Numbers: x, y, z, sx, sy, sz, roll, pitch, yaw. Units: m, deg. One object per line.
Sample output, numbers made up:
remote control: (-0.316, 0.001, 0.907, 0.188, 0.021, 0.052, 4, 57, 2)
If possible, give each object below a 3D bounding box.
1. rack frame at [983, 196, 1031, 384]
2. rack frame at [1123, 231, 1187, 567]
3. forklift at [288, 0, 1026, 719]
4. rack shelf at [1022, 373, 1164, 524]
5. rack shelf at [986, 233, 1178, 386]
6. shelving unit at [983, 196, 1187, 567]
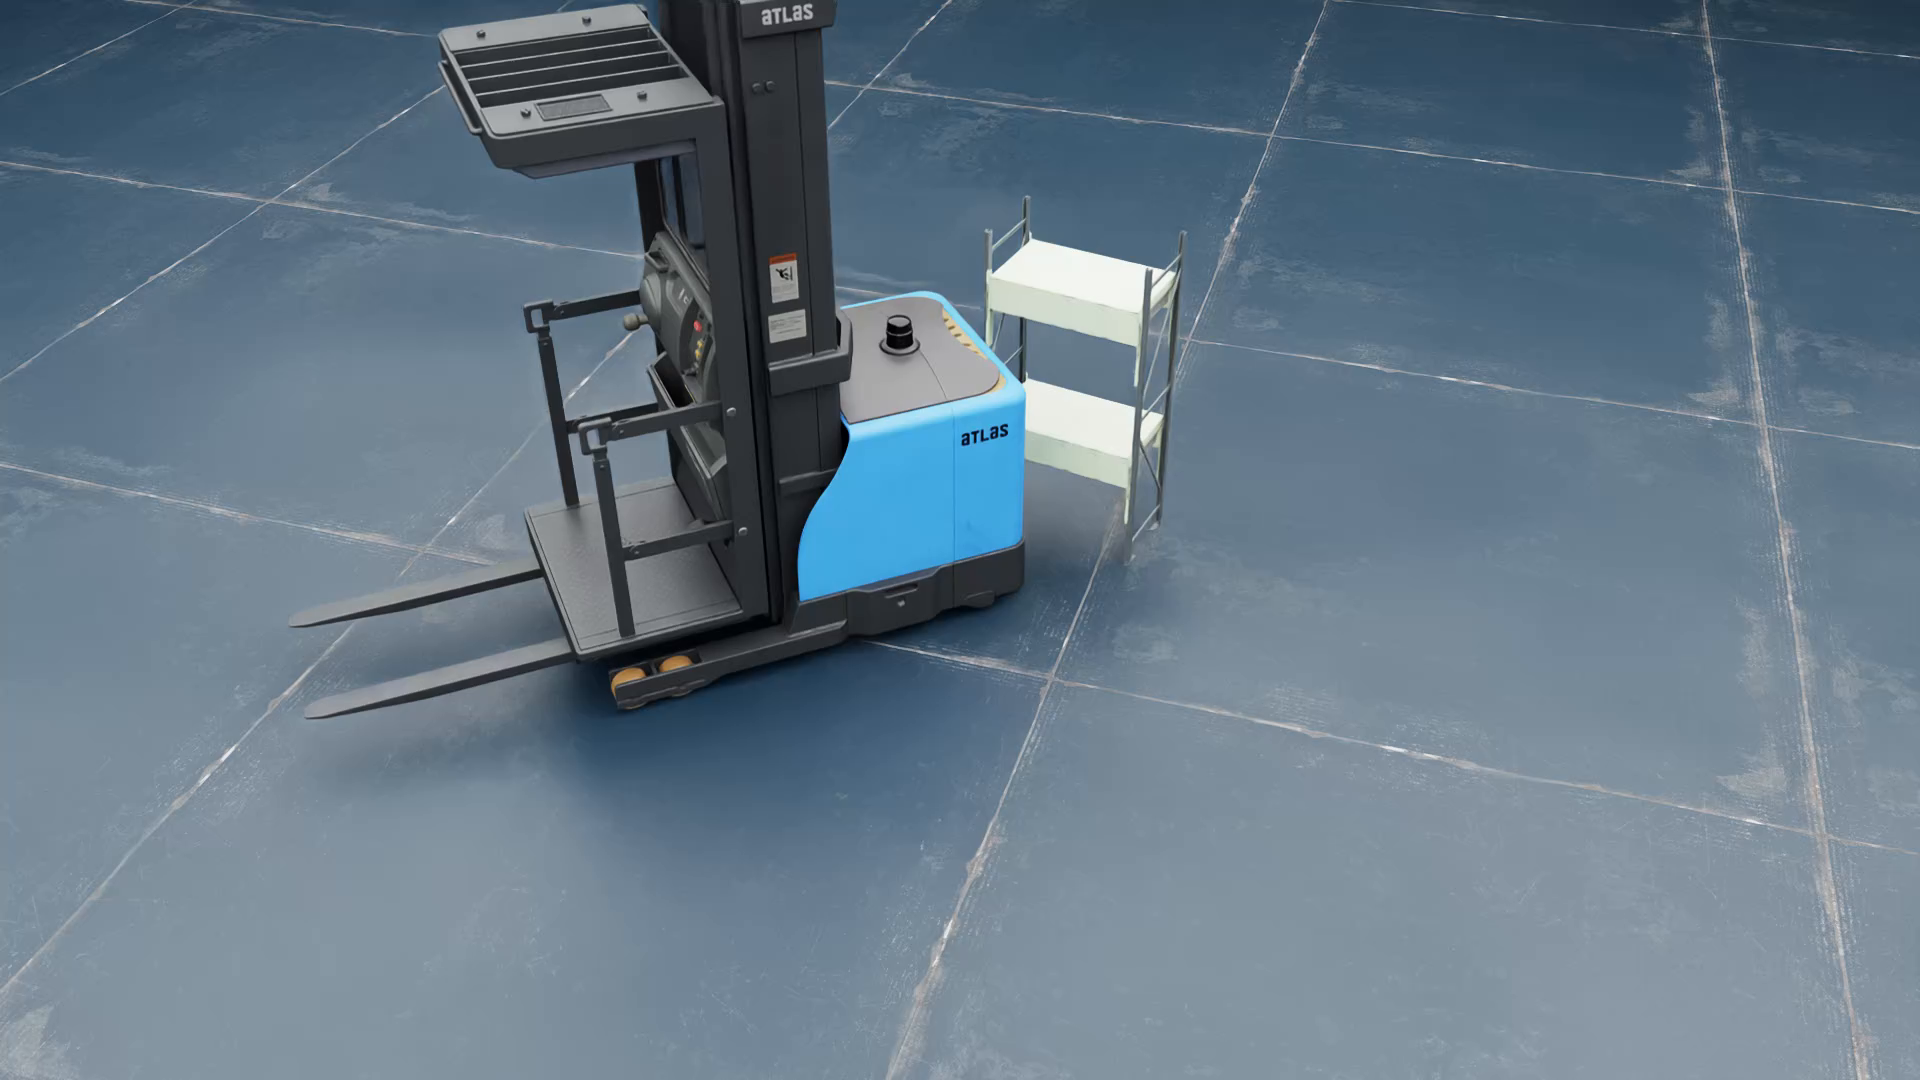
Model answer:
rack frame: (0.204, -0.793, 7.562, 0.023, 1.500, 0.400, 18, 40, 22)
rack frame: (0.850, -0.588, 7.283, 0.023, 1.500, 0.400, 18, 40, 22)
forklift: (-1.279, -0.847, 6.428, 3.031, 2.935, 1.130, -14, 39, -19)
rack shelf: (0.527, -0.428, 7.616, 0.720, 0.370, 0.431, 18, 40, 22)
rack shelf: (0.527, -1.004, 7.191, 0.720, 0.370, 0.431, 18, 40, 22)
shelving unit: (0.527, -0.690, 7.422, 0.755, 1.500, 0.431, 18, 40, 22)
